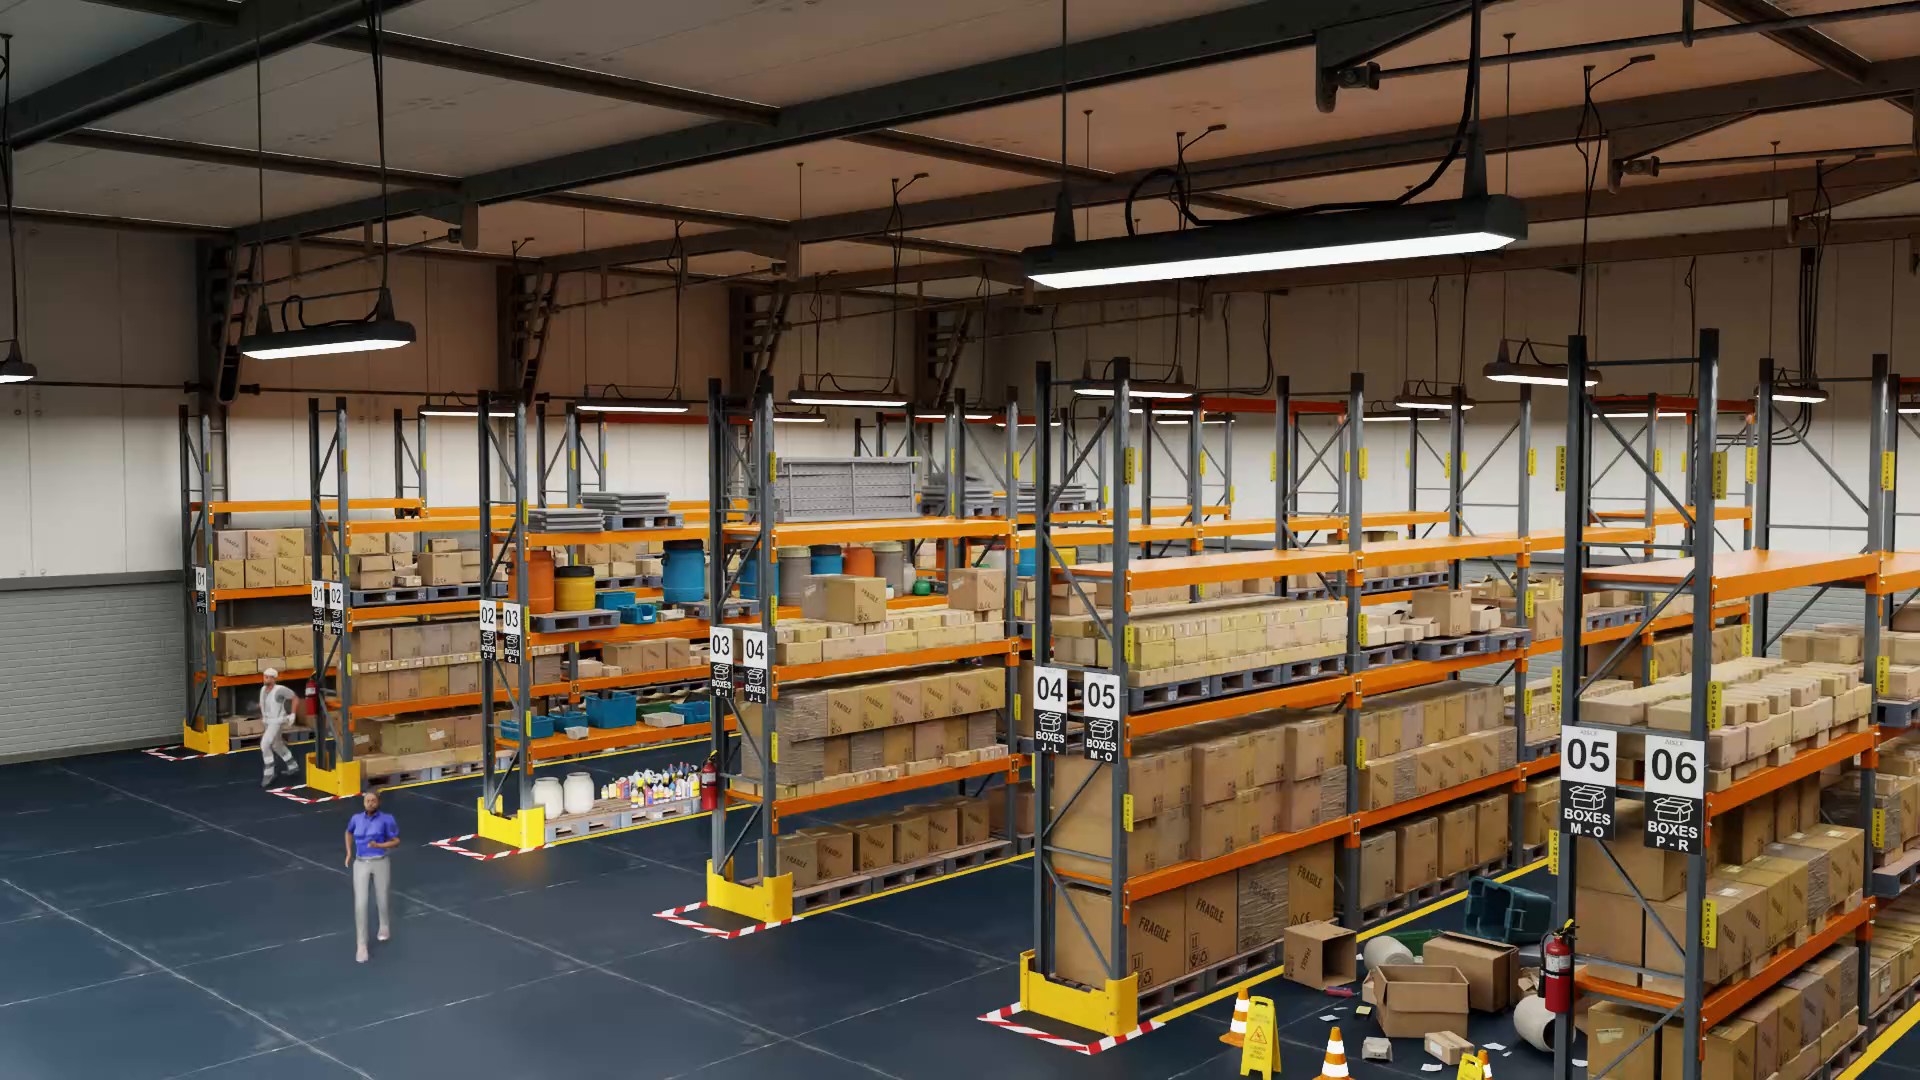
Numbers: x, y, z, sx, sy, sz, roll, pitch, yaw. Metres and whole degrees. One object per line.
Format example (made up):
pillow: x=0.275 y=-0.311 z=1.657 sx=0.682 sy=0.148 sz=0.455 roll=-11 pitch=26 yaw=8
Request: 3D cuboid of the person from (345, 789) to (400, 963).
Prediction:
person: x=-6.077 y=3.416 z=17.195 sx=0.563 sy=1.688 sz=0.836 roll=-1 pitch=3 yaw=-14

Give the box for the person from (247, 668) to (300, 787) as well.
person: x=-10.746 y=2.905 z=26.094 sx=0.685 sy=1.813 sz=0.808 roll=2 pitch=4 yaw=35
